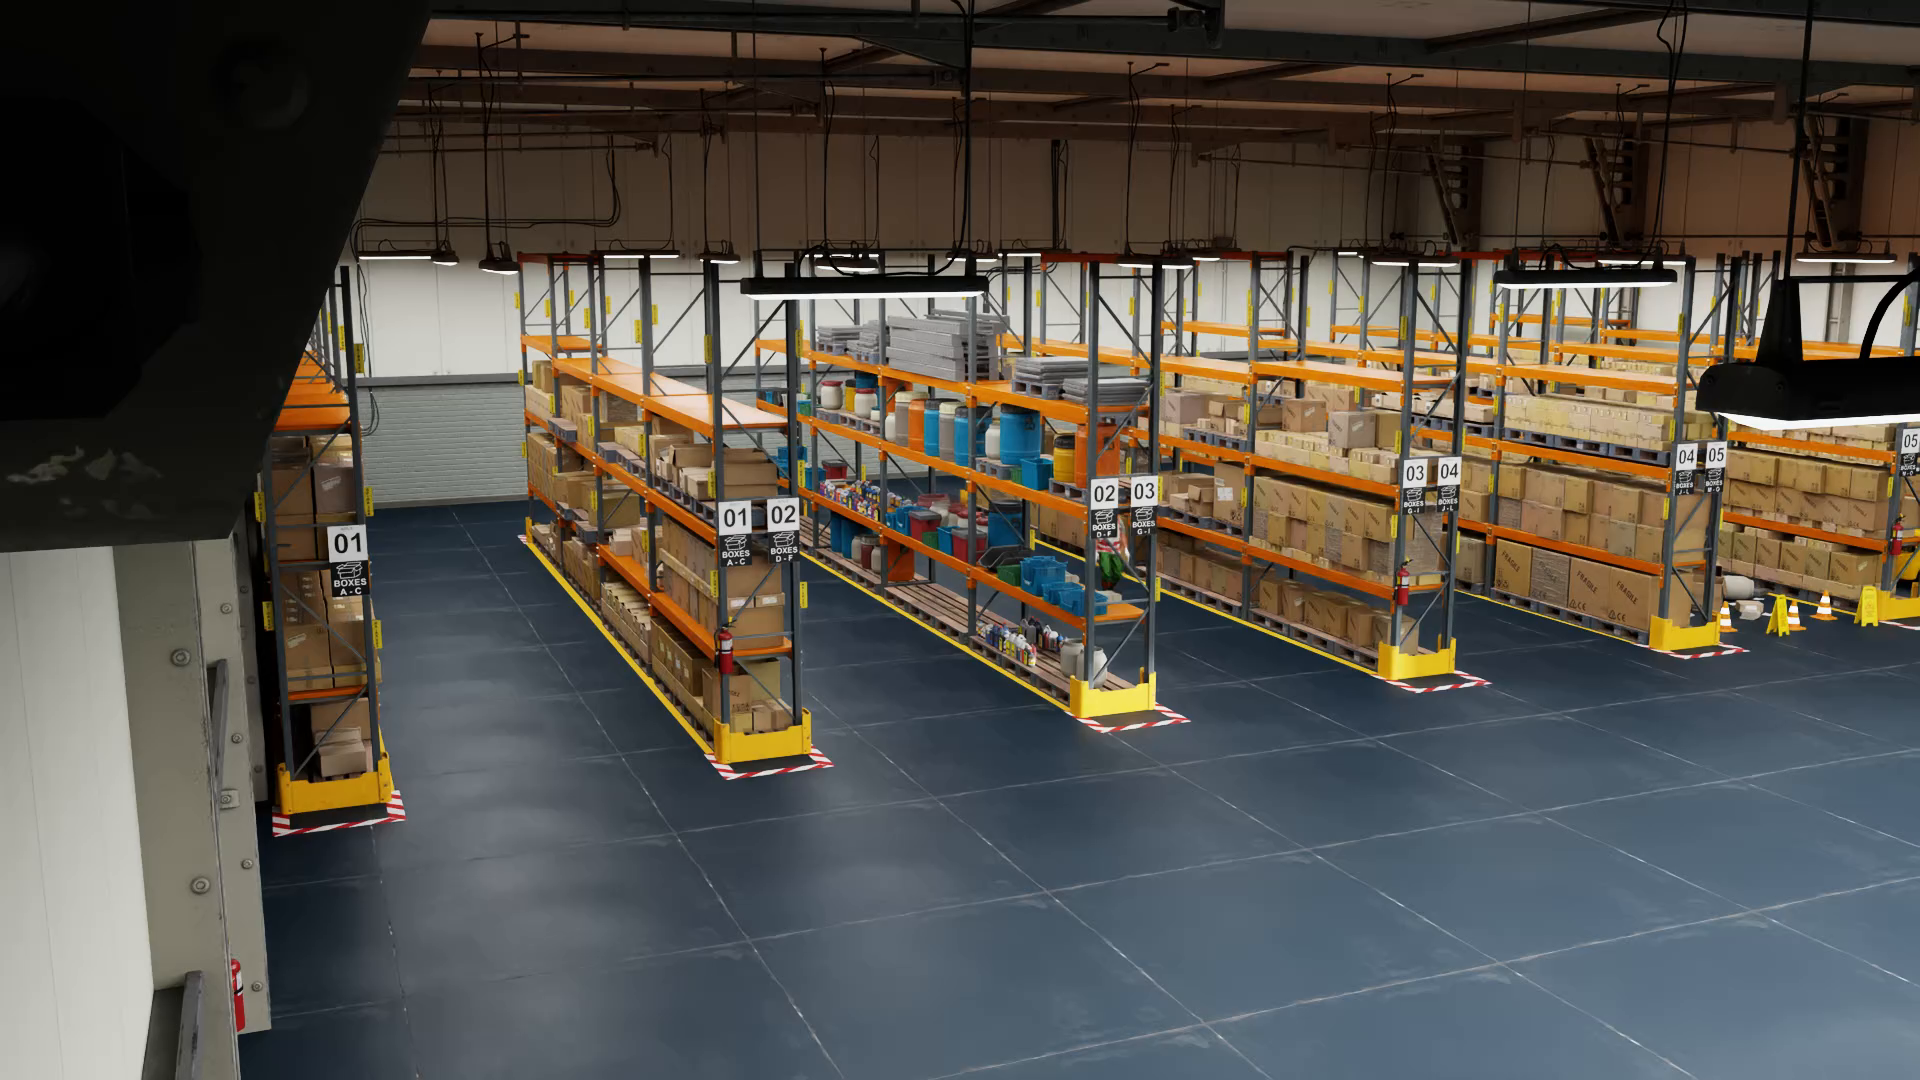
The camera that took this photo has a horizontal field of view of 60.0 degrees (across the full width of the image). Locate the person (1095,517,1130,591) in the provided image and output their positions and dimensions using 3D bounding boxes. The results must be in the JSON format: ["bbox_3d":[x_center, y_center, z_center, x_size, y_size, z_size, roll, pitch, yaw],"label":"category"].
[{"bbox_3d":[2.539,0.191,27.924,0.583,1.708,0.574,-3,11,-18],"label":"person"}]
